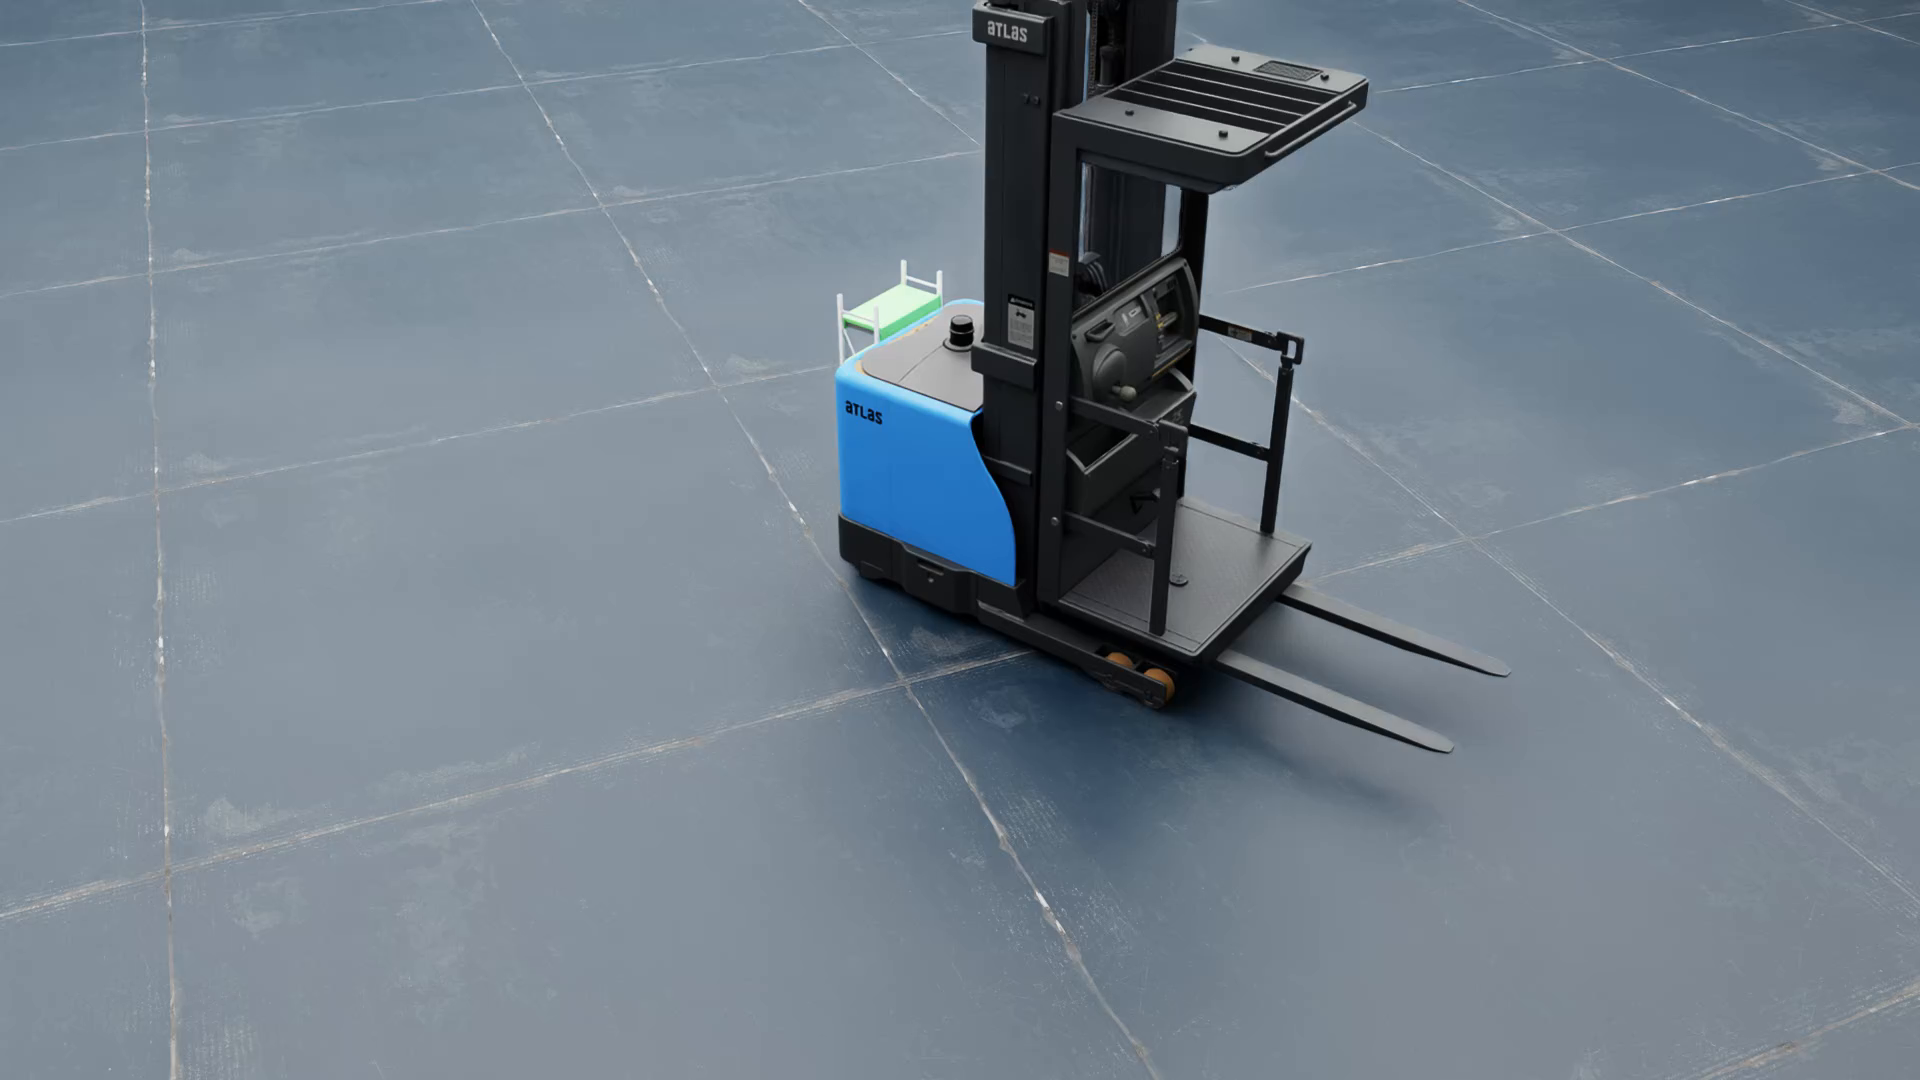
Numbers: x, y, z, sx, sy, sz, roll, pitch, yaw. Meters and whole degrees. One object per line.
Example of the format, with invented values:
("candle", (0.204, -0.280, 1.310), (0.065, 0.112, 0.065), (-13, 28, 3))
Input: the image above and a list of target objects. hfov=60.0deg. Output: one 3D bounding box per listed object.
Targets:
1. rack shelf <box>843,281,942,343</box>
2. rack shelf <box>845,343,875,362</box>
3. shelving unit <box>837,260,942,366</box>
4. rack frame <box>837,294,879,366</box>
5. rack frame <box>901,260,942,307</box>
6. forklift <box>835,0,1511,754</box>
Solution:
("rack shelf", (-0.333, -1.073, 8.035), (0.258, 0.148, 0.480), (22, 39, 30))
("rack shelf", (-0.333, -0.871, 8.166), (0.258, 0.148, 0.480), (22, 39, 30))
("shelving unit", (-0.333, -0.724, 8.262), (0.258, 1.200, 0.503), (22, 39, 30))
("rack frame", (-0.477, -0.617, 8.097), (0.240, 1.200, 0.015), (22, 39, 30))
("rack frame", (-0.188, -0.831, 8.427), (0.240, 1.200, 0.015), (22, 39, 30))
("forklift", (0.907, -0.838, 6.850), (3.031, 2.935, 1.130), (22, 39, 30))
